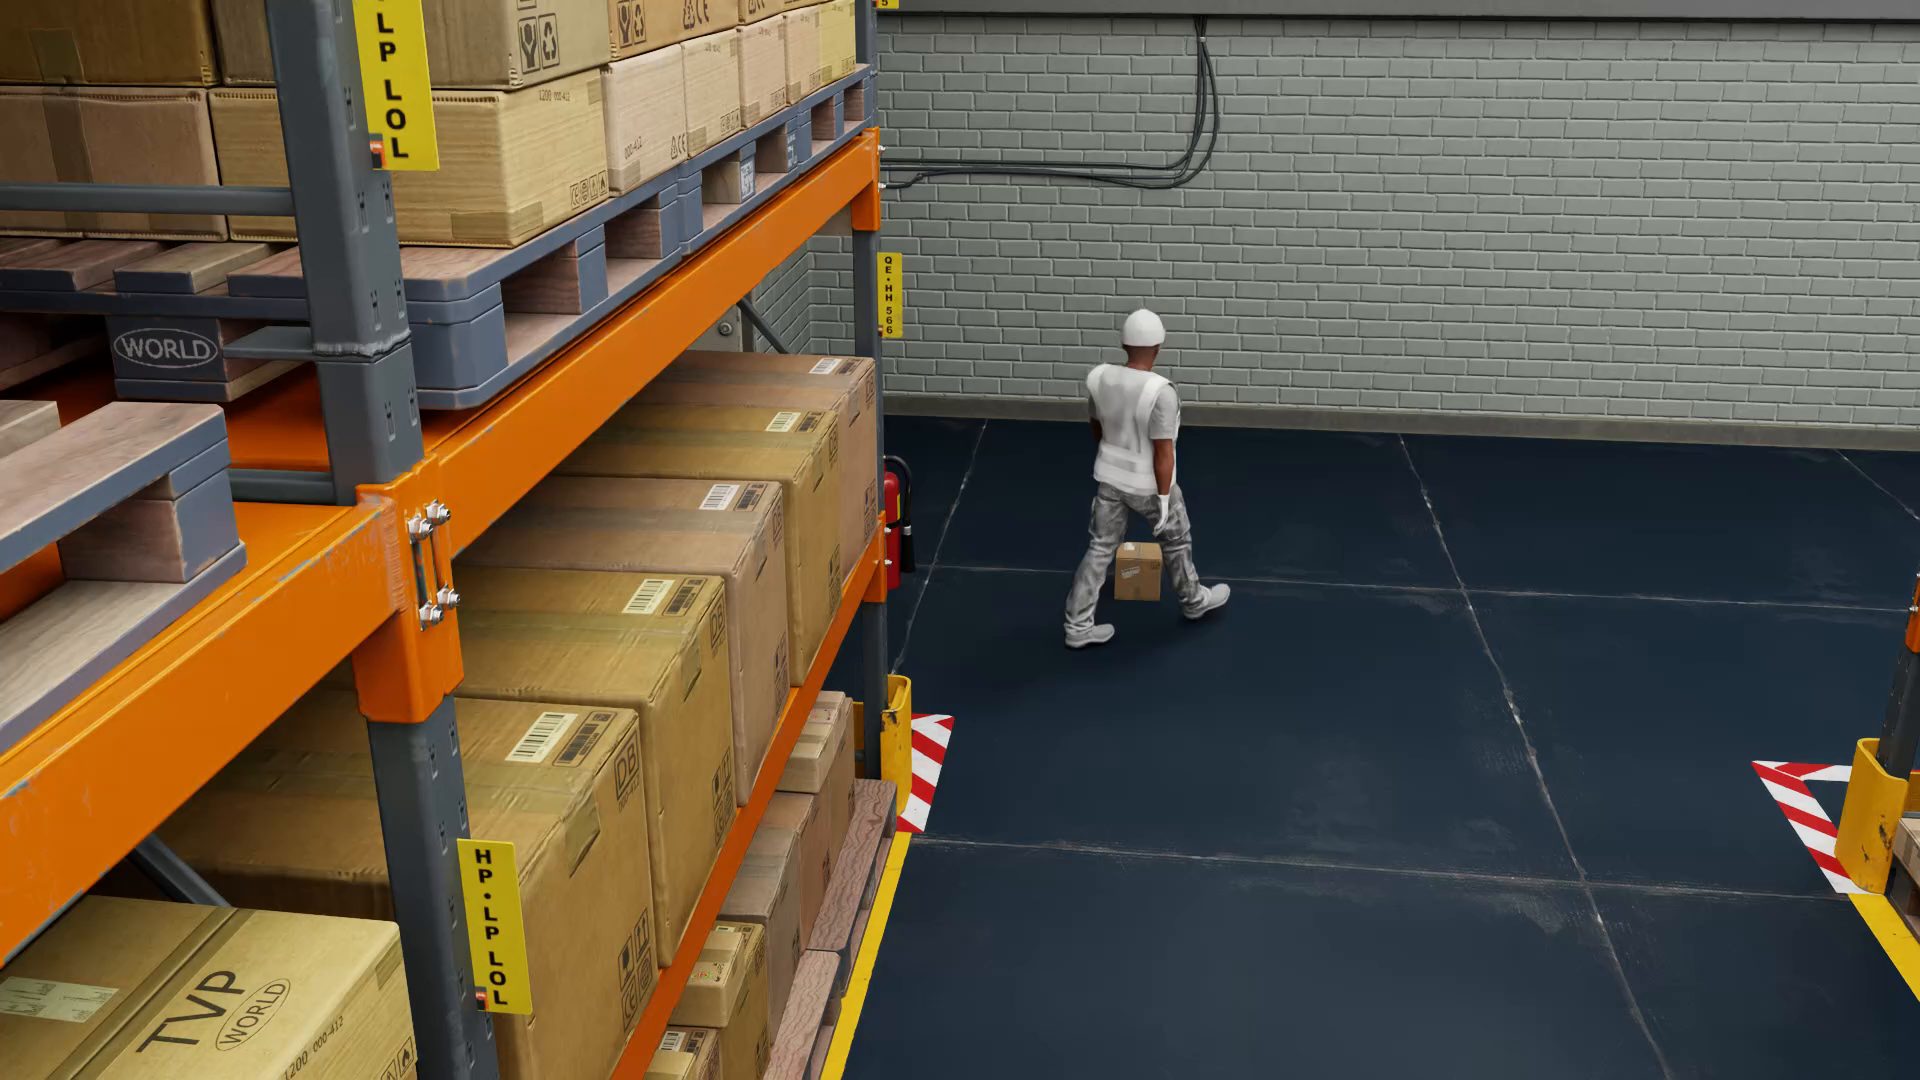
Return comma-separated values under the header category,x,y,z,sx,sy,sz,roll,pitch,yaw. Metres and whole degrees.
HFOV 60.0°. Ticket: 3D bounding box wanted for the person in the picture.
category,x,y,z,sx,sy,sz,roll,pitch,yaw
person,0.974,-0.353,8.485,0.593,1.727,0.995,17,27,38
